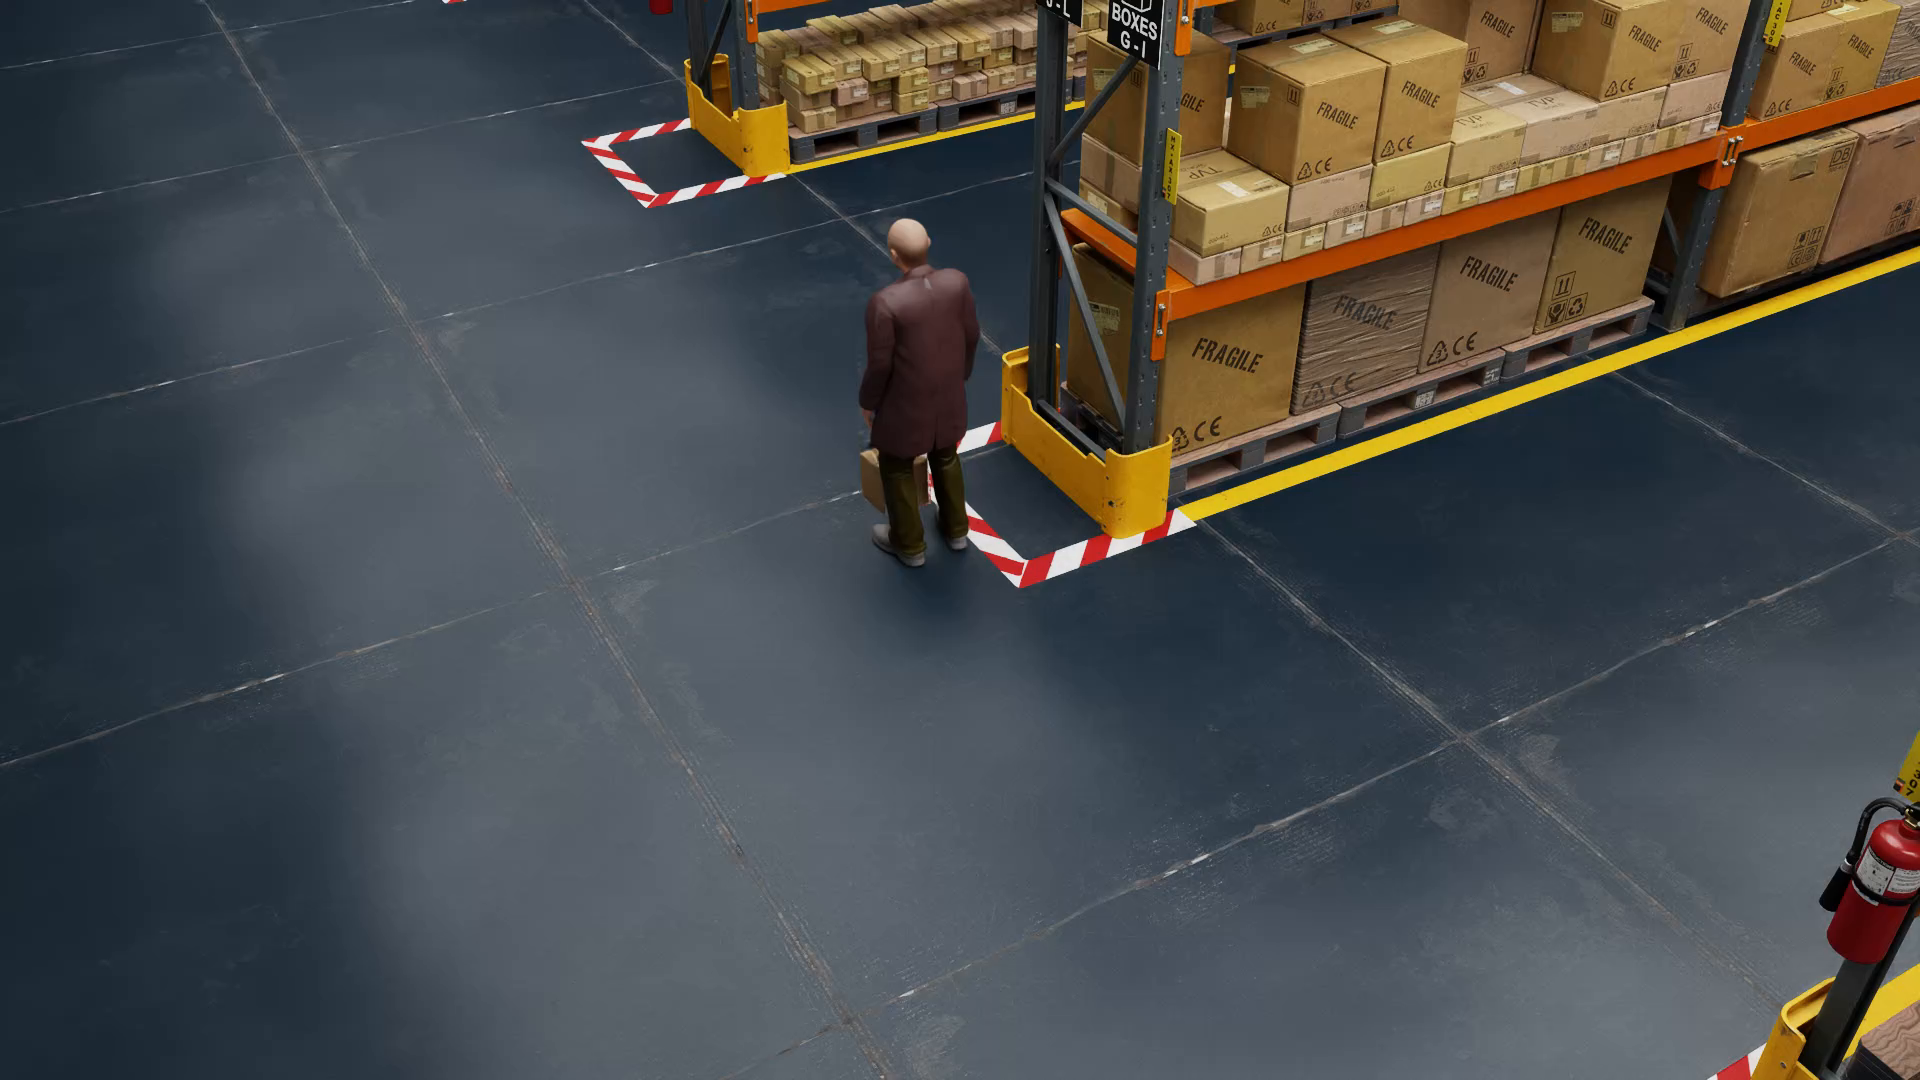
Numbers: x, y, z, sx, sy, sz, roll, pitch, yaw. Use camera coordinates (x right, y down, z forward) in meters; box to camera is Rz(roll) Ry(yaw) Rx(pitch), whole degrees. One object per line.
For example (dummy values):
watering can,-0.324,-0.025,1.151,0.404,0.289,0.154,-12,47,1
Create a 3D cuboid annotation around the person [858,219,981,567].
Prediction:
person,-0.198,-0.640,7.910,0.607,1.659,0.425,-20,41,-25
